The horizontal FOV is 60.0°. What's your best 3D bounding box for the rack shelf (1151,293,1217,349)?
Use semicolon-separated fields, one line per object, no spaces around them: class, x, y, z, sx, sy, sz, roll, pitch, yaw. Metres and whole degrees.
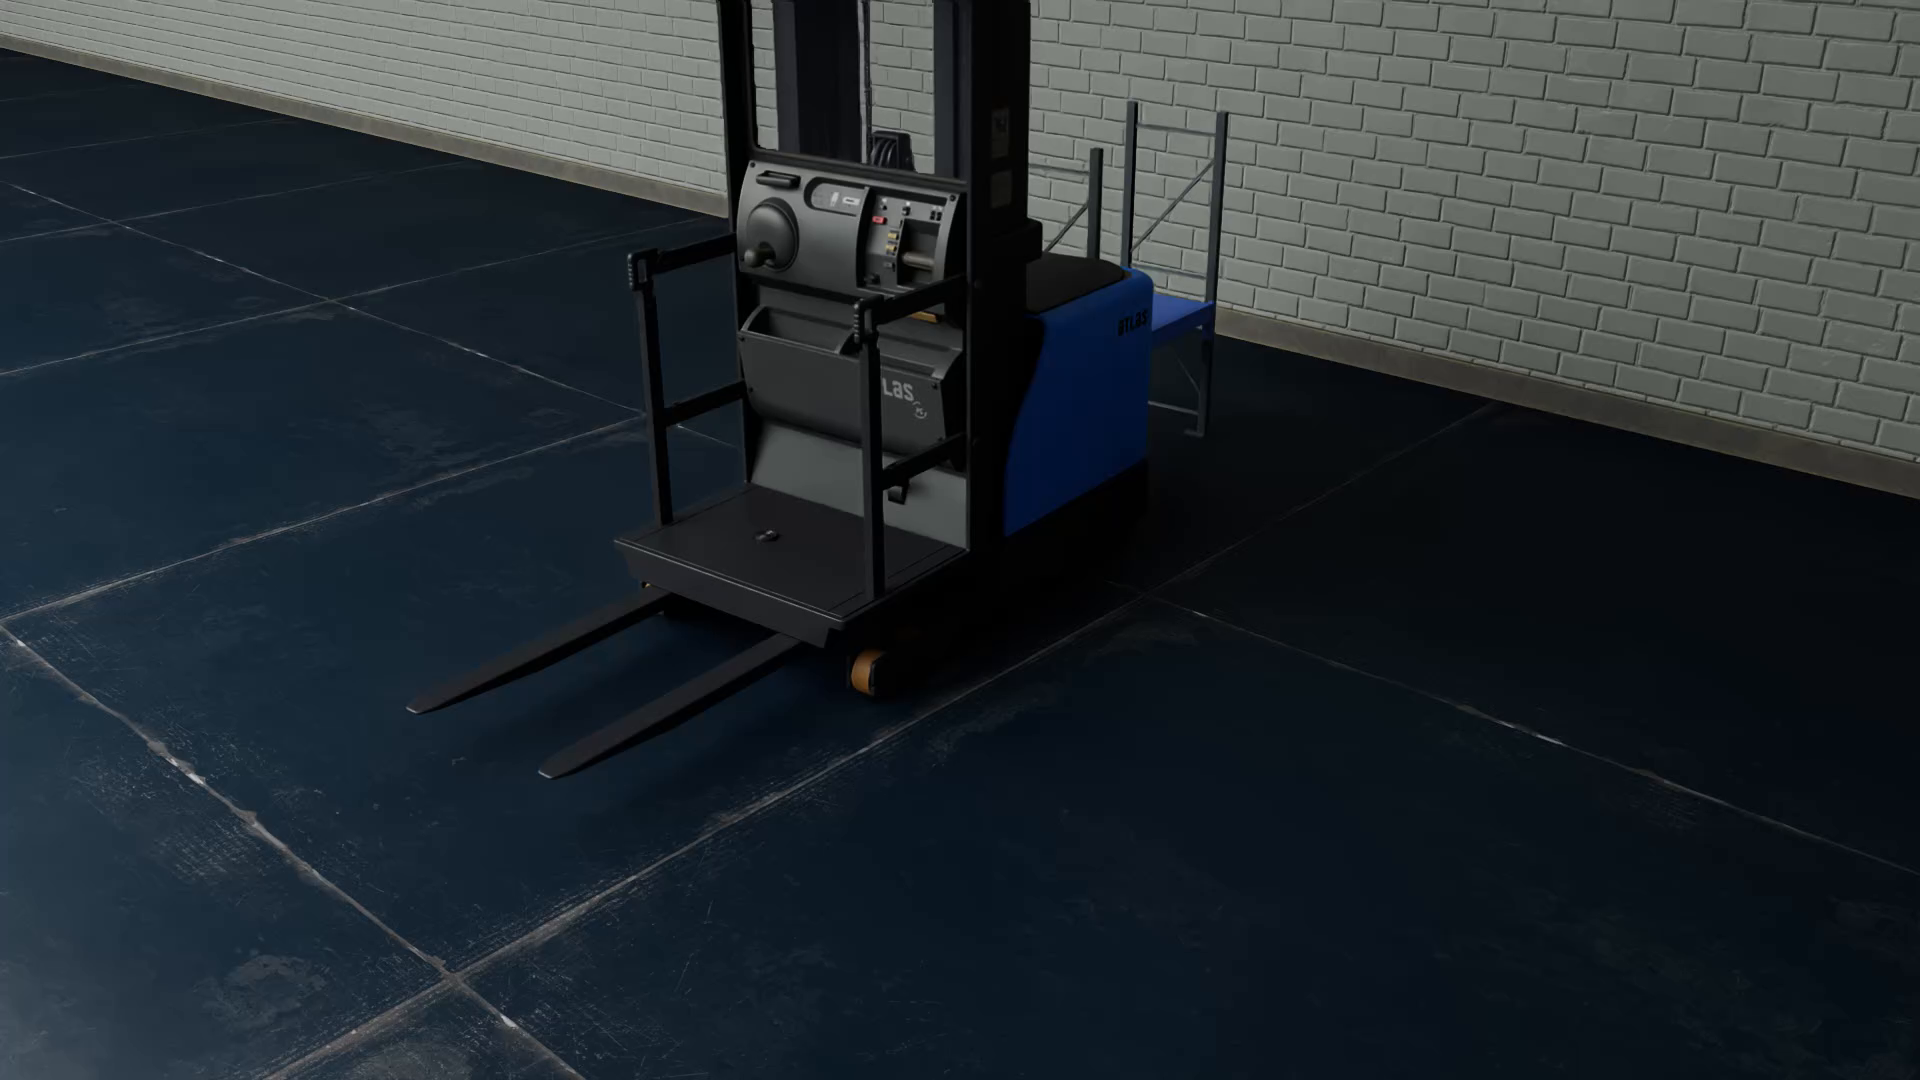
rack shelf;0.656;-0.903;7.371;0.538;0.185;1.000;17;29;33

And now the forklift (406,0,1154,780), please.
forklift;-0.516;-1.037;5.481;1.130;2.935;3.031;17;29;33

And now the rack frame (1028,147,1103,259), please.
rack frame;0.352;-0.901;6.926;0.500;1.500;0.032;17;29;33

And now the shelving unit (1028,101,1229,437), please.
shelving unit;0.656;-1.067;7.298;0.538;1.500;1.048;17;29;33

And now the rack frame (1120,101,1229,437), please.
rack frame;0.960;-1.234;7.669;0.500;1.500;0.032;17;29;33
